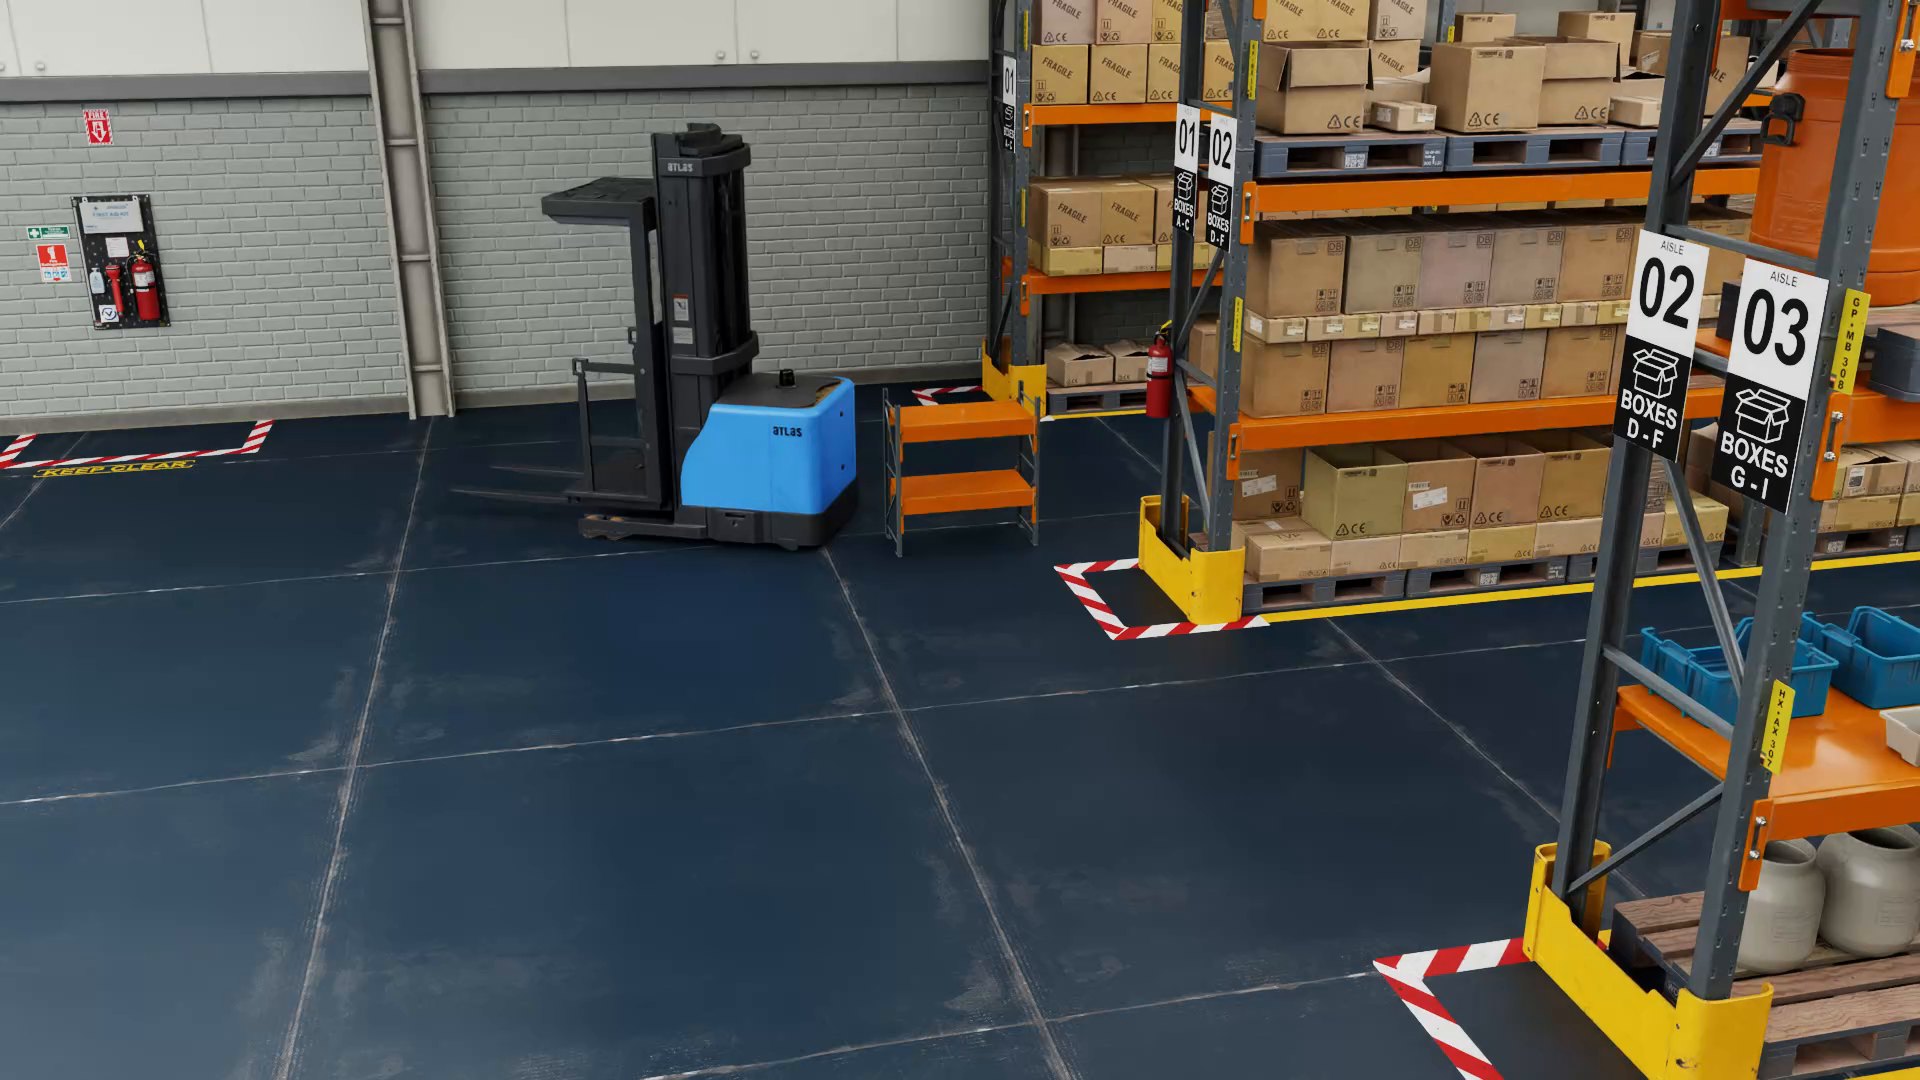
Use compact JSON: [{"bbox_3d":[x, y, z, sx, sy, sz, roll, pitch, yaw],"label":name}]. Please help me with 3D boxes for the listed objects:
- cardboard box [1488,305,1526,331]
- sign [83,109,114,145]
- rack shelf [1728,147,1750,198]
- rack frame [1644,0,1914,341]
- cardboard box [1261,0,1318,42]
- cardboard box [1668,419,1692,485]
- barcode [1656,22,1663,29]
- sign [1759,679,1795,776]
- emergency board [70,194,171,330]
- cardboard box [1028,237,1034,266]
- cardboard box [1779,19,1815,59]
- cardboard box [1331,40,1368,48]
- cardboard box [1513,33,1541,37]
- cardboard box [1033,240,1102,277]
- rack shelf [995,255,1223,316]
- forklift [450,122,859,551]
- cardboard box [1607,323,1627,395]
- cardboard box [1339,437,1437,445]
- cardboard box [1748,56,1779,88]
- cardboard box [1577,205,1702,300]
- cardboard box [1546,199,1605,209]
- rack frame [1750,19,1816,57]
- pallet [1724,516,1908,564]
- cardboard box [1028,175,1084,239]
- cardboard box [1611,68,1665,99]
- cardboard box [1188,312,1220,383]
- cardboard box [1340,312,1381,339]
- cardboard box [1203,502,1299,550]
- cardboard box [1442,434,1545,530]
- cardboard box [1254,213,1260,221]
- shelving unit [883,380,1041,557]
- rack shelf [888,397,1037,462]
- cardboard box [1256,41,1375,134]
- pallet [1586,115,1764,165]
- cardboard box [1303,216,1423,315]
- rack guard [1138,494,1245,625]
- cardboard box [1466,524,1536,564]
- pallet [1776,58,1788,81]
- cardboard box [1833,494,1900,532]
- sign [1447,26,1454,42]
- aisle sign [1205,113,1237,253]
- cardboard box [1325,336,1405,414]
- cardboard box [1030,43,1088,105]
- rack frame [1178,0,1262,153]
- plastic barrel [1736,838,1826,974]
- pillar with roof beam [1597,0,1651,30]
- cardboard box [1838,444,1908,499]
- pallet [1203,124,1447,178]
[{"bbox_3d":[3.505,-1.493,10.942,0.250,0.149,0.380,-4,21,-12],"label":"cardboard box"},{"bbox_3d":[-7.367,-3.528,14.214,0.199,0.298,0.001,-5,21,-12],"label":"sign"},{"bbox_3d":[7.417,-2.607,11.756,4.000,0.370,1.077,-5,21,-12],"label":"rack shelf"},{"bbox_3d":[2.714,-2.220,5.292,0.127,3.000,1.000,-5,21,-12],"label":"rack frame"},{"bbox_3d":[2.865,-4.748,14.926,0.500,0.500,0.500,-5,21,-14],"label":"cardboard box"},{"bbox_3d":[4.947,-0.704,12.173,0.500,0.500,0.500,-5,21,-12],"label":"cardboard box"},{"bbox_3d":[7.027,-5.165,16.705,0.075,0.075,0.001,-5,21,-12],"label":"barcode"},{"bbox_3d":[2.836,0.651,5.773,0.005,0.325,0.100,-5,21,-12],"label":"sign"},{"bbox_3d":[-7.336,-2.407,14.523,0.643,1.169,0.194,-5,21,-12],"label":"emergency board"},{"bbox_3d":[0.845,-2.760,15.678,0.500,0.250,0.500,-4,21,-12],"label":"cardboard box"},{"bbox_3d":[8.670,-5.071,16.652,0.500,0.500,0.700,-6,21,-17],"label":"cardboard box"},{"bbox_3d":[3.397,-4.342,15.272,0.500,0.500,0.500,-6,21,-17],"label":"cardboard box"},{"bbox_3d":[5.477,-4.665,15.847,0.500,0.311,0.500,-4,20,-11],"label":"cardboard box"},{"bbox_3d":[0.982,-2.591,15.215,0.500,0.250,0.500,-5,21,-14],"label":"cardboard box"},{"bbox_3d":[2.381,-2.540,15.933,4.000,0.370,1.077,-5,21,-12],"label":"rack shelf"},{"bbox_3d":[-2.354,-1.546,12.274,3.031,2.935,1.130,4,21,12],"label":"forklift"},{"bbox_3d":[4.528,-1.344,11.477,0.500,0.500,0.700,-5,21,-13],"label":"cardboard box"},{"bbox_3d":[3.001,-0.546,11.740,0.500,0.500,0.500,-5,21,-12],"label":"cardboard box"},{"bbox_3d":[7.581,-4.581,16.199,0.500,0.311,0.500,-5,21,-12],"label":"cardboard box"},{"bbox_3d":[4.549,-1.957,11.263,0.500,0.500,0.700,-5,21,-13],"label":"cardboard box"},{"bbox_3d":[6.009,-3.423,16.512,0.500,0.500,0.700,-2,20,-5],"label":"cardboard box"},{"bbox_3d":[8.220,-6.169,16.074,0.127,3.000,1.000,-5,21,-12],"label":"rack frame"},{"bbox_3d":[6.179,-0.140,12.390,1.213,0.211,1.003,-5,21,-12],"label":"pallet"},{"bbox_3d":[0.844,-3.119,15.567,0.500,0.500,0.500,-5,21,-13],"label":"cardboard box"},{"bbox_3d":[4.394,-3.013,11.134,0.500,0.311,0.500,-6,21,-15],"label":"cardboard box"},{"bbox_3d":[2.409,-1.863,16.035,0.500,0.500,0.700,-6,21,-16],"label":"cardboard box"},{"bbox_3d":[2.509,-1.413,10.723,0.250,0.149,0.380,-5,21,-12],"label":"cardboard box"},{"bbox_3d":[2.032,-0.109,11.638,0.500,0.250,0.500,-5,21,-12],"label":"cardboard box"},{"bbox_3d":[3.611,-0.405,11.357,0.500,0.500,0.500,-5,21,-12],"label":"cardboard box"},{"bbox_3d":[2.455,-3.067,15.425,0.500,0.500,0.500,-4,20,-11],"label":"cardboard box"},{"bbox_3d":[0.007,-0.529,12.123,1.048,1.125,0.538,-5,21,-12],"label":"shelving unit"},{"bbox_3d":[0.007,-0.804,12.022,1.000,0.278,0.538,-5,21,-12],"label":"rack shelf"},{"bbox_3d":[2.138,-2.825,10.342,0.637,0.503,0.797,-3,20,-9],"label":"cardboard box"},{"bbox_3d":[4.646,-2.669,11.007,1.213,0.211,1.003,-5,21,-12],"label":"pallet"},{"bbox_3d":[2.597,-1.798,10.830,0.500,0.500,0.700,-5,21,-14],"label":"cardboard box"},{"bbox_3d":[1.555,0.114,11.276,0.348,0.500,1.175,-5,21,-12],"label":"rack guard"},{"bbox_3d":[3.611,-0.054,11.487,0.500,0.250,0.500,-5,21,-12],"label":"cardboard box"},{"bbox_3d":[8.834,-4.741,16.810,1.003,0.211,1.213,-4,20,-10],"label":"pallet"},{"bbox_3d":[6.418,-0.273,12.086,0.500,0.250,0.500,-4,21,-11],"label":"cardboard box"},{"bbox_3d":[4.459,-4.506,15.142,0.005,0.325,0.100,-5,21,-12],"label":"sign"},{"bbox_3d":[1.584,-2.174,10.110,0.004,0.787,0.394,-5,21,-12],"label":"aisle sign"},{"bbox_3d":[2.545,-1.184,11.041,0.500,0.500,0.700,-4,21,-11],"label":"cardboard box"},{"bbox_3d":[0.817,-4.127,14.684,0.500,0.500,0.500,-4,21,-11],"label":"cardboard box"},{"bbox_3d":[1.578,-3.878,9.819,0.127,3.000,1.000,-5,21,-12],"label":"rack frame"},{"bbox_3d":[3.337,1.490,6.892,0.421,0.512,0.421,0,20,0],"label":"plastic barrel"},{"bbox_3d":[7.746,-4.915,12.650,0.400,9.000,9.100,-5,21,-12],"label":"pillar with roof beam"},{"bbox_3d":[6.418,-0.535,11.985,0.500,0.311,0.500,-5,21,-13],"label":"cardboard box"},{"bbox_3d":[2.272,-2.476,10.480,1.213,0.211,1.003,-5,21,-12],"label":"pallet"}]
